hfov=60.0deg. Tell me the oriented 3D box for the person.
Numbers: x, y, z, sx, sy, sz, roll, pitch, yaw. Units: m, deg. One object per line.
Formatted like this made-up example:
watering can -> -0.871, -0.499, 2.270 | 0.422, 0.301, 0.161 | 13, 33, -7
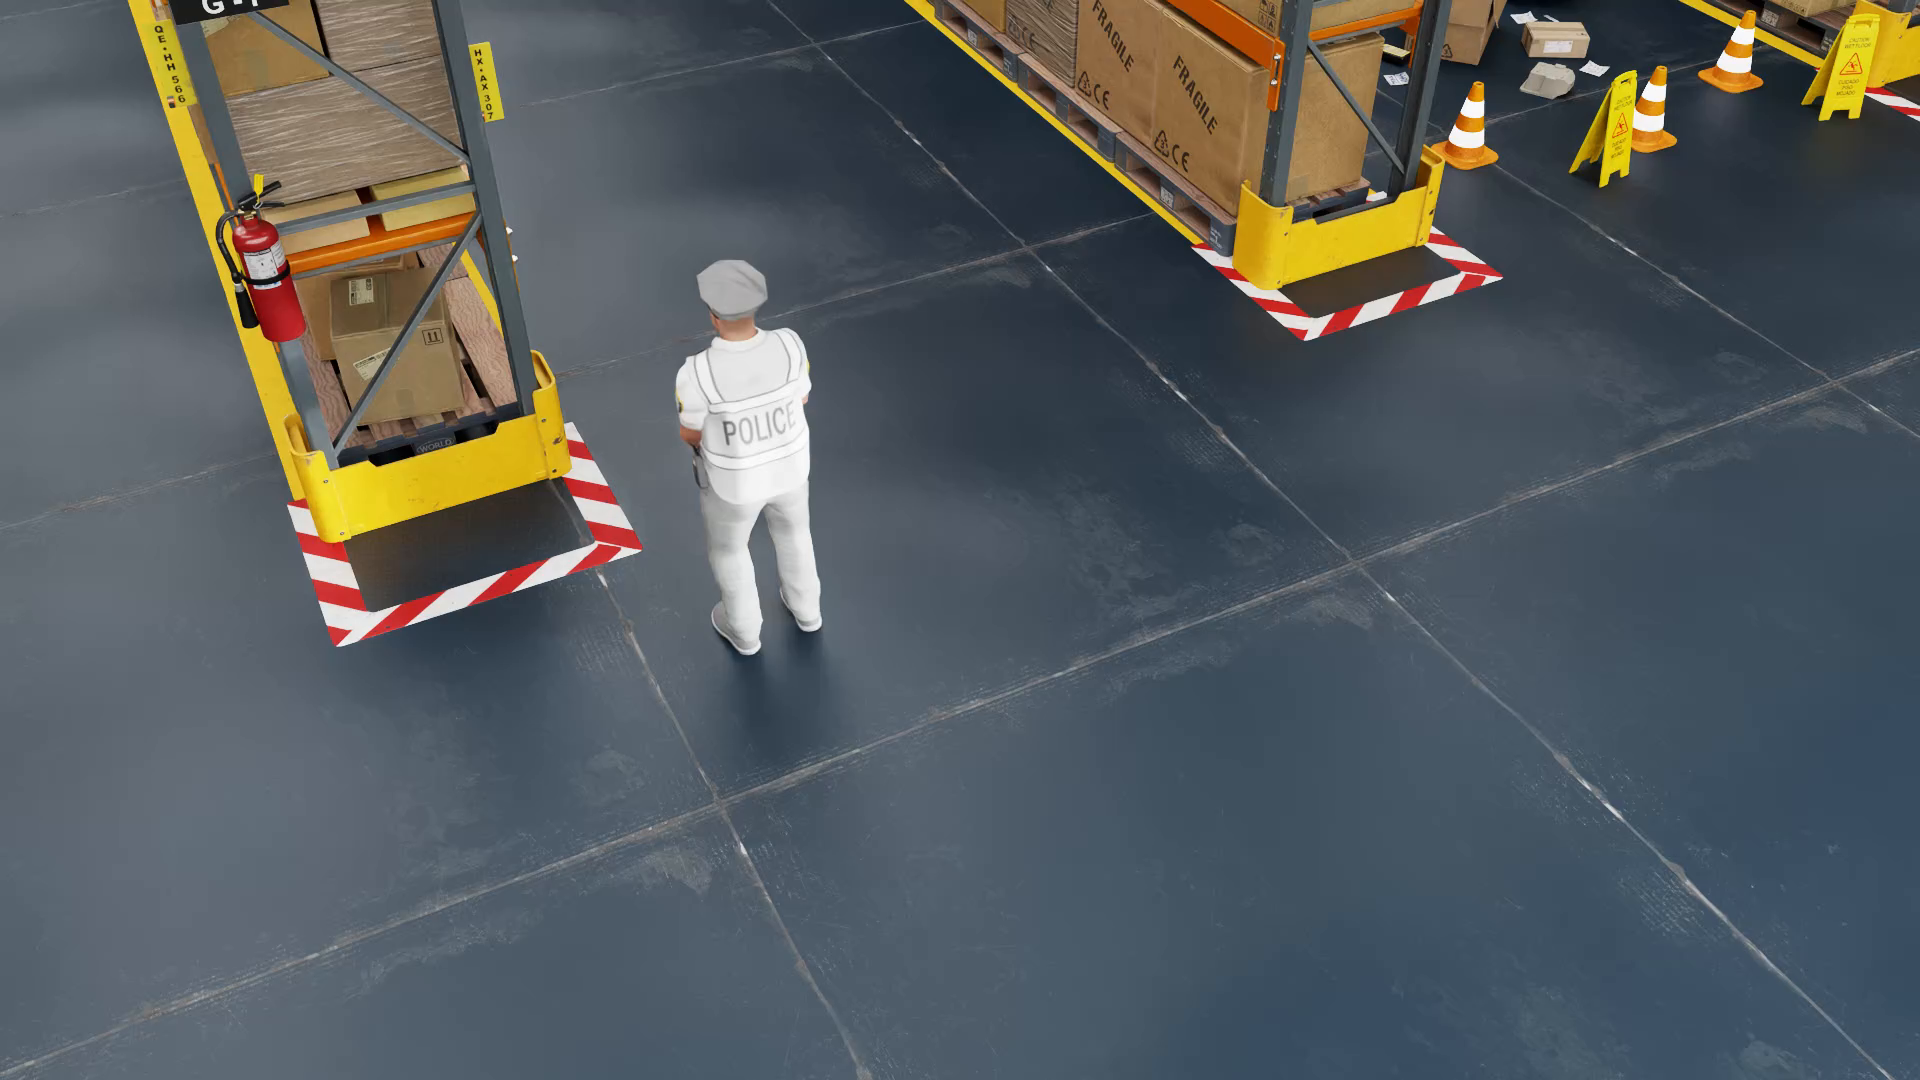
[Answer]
person -> -0.839, -0.322, 6.504 | 0.527, 1.773, 0.525 | -19, 45, -21
